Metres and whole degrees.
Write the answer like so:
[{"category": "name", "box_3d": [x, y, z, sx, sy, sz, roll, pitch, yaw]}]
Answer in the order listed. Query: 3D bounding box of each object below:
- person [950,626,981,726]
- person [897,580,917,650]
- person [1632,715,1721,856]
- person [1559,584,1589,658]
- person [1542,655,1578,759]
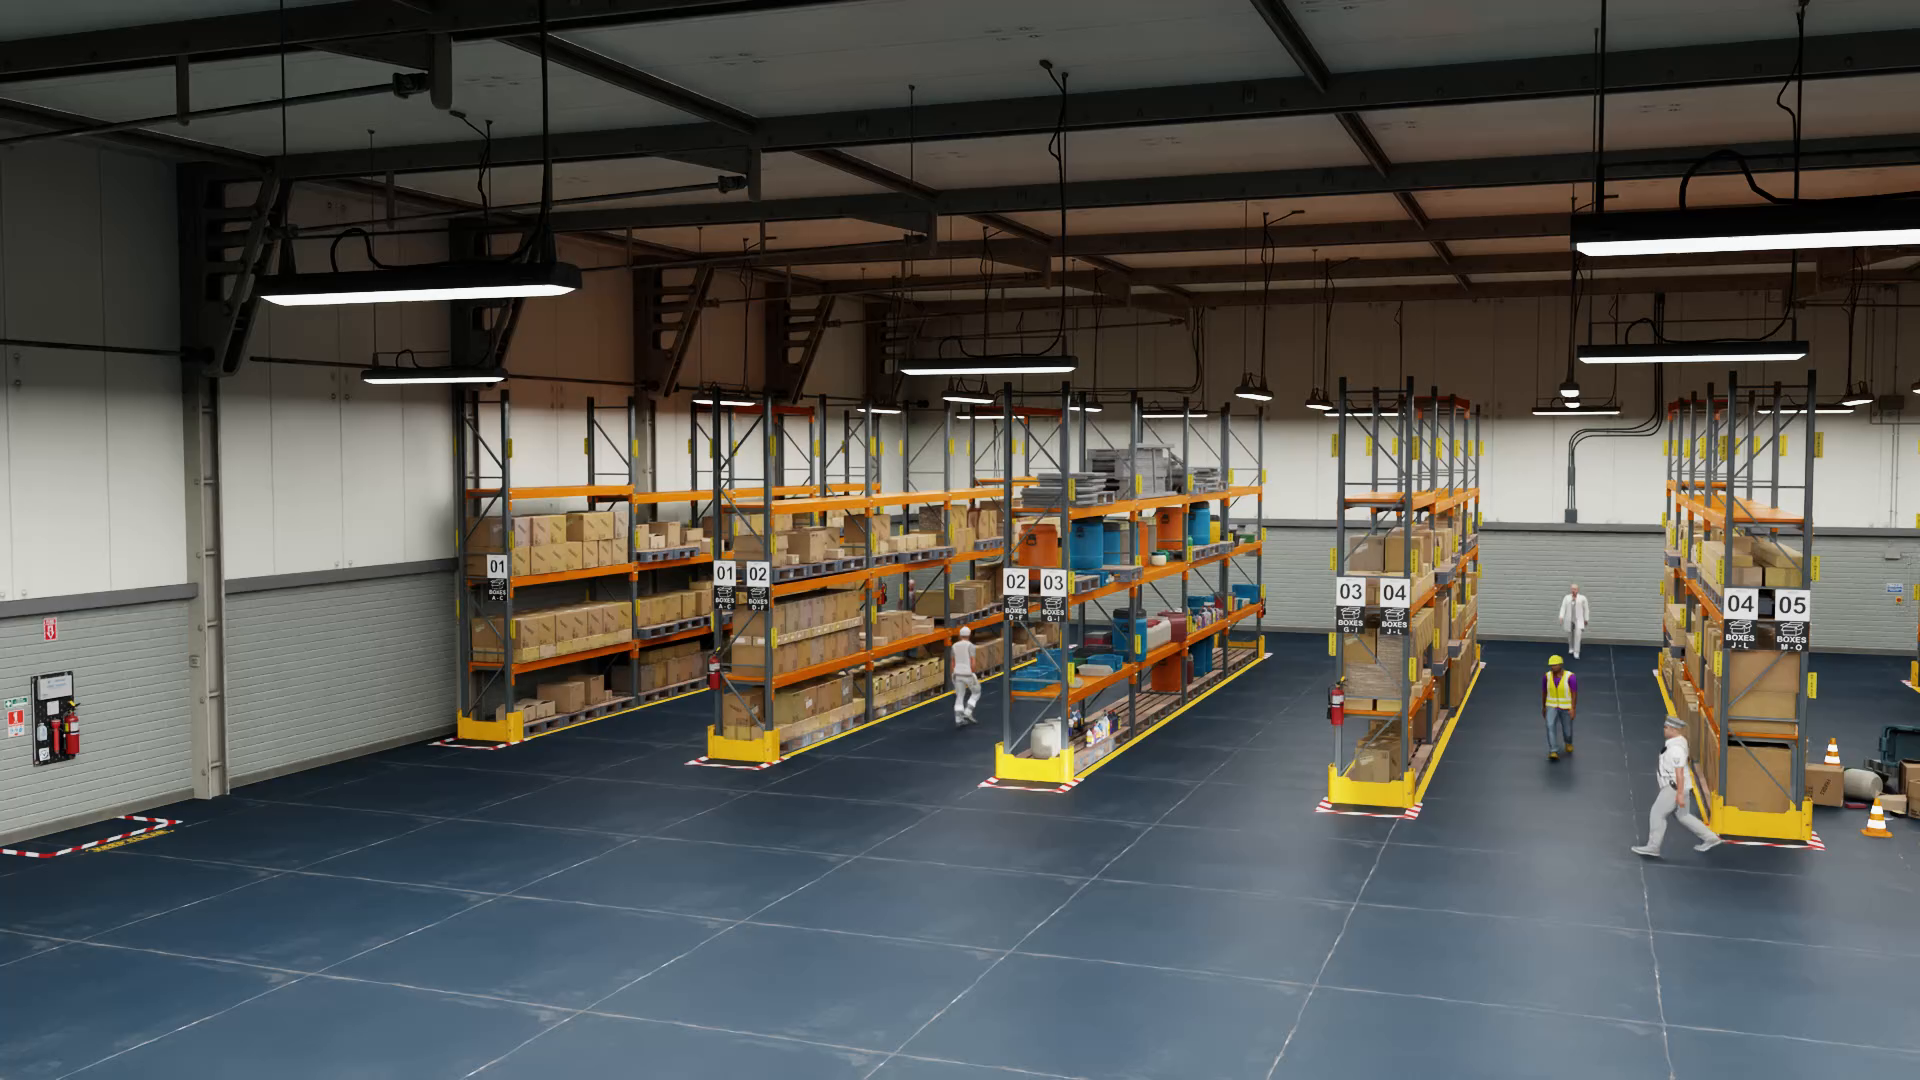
[{"category": "person", "box_3d": [0.089, 2.444, 30.010, 0.585, 1.773, 0.495, 2, 4, 34]}, {"category": "person", "box_3d": [-1.247, 1.849, 41.376, 0.622, 1.715, 1.170, 1, 3, 17]}, {"category": "person", "box_3d": [8.769, 3.007, 20.310, 1.019, 1.726, 0.539, 1, 3, 21]}, {"category": "person", "box_3d": [14.717, 1.922, 39.861, 0.671, 1.713, 1.142, 1, 3, 23]}, {"category": "person", "box_3d": [9.707, 2.693, 26.961, 0.565, 1.656, 1.007, 2, 4, 29]}]
